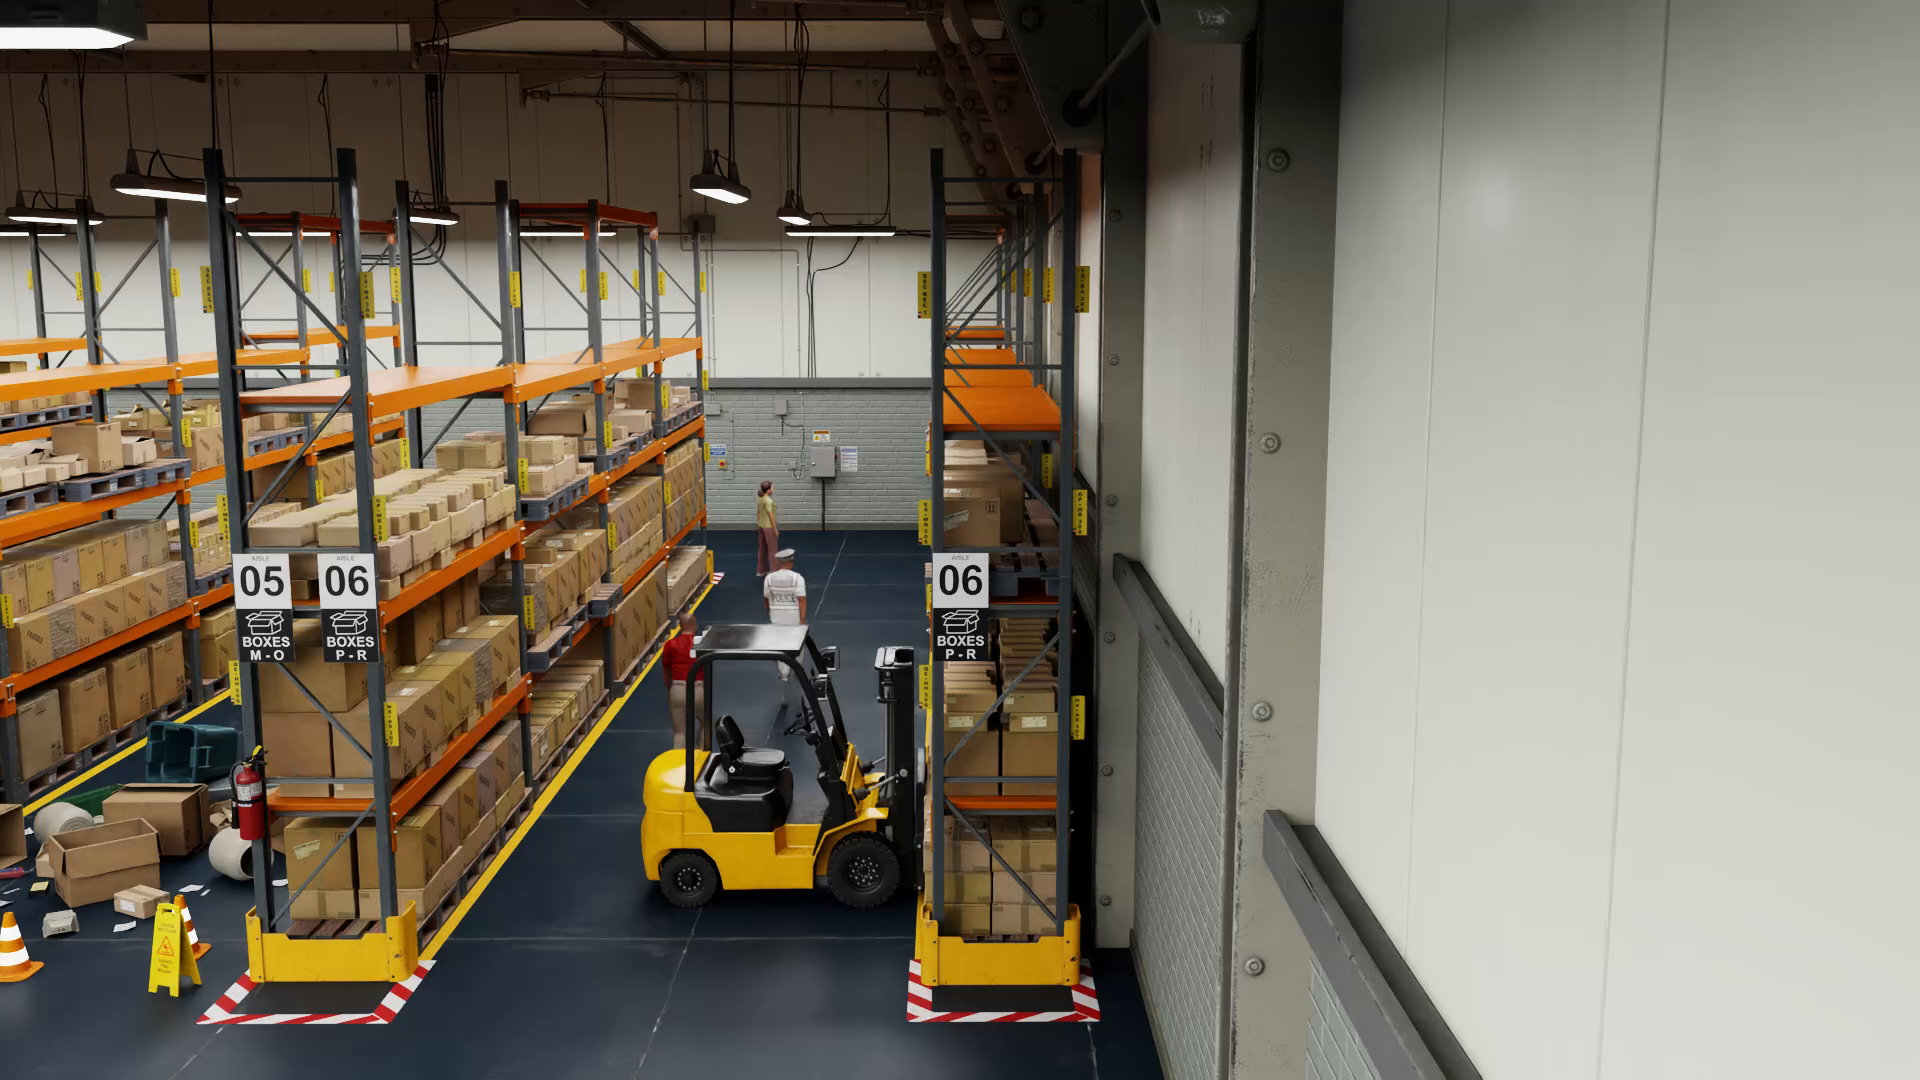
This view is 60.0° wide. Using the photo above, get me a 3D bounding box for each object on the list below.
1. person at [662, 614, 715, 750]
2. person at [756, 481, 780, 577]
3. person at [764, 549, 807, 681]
[{"bbox_3d":[-2.778,1.626,17.030,0.558,1.752,0.725,0,9,1],"label":"person"},{"bbox_3d":[-3.239,-0.178,28.304,0.407,1.683,0.486,-7,11,-37],"label":"person"},{"bbox_3d":[-2.114,0.935,20.190,0.527,1.650,0.712,-1,9,-9],"label":"person"}]
